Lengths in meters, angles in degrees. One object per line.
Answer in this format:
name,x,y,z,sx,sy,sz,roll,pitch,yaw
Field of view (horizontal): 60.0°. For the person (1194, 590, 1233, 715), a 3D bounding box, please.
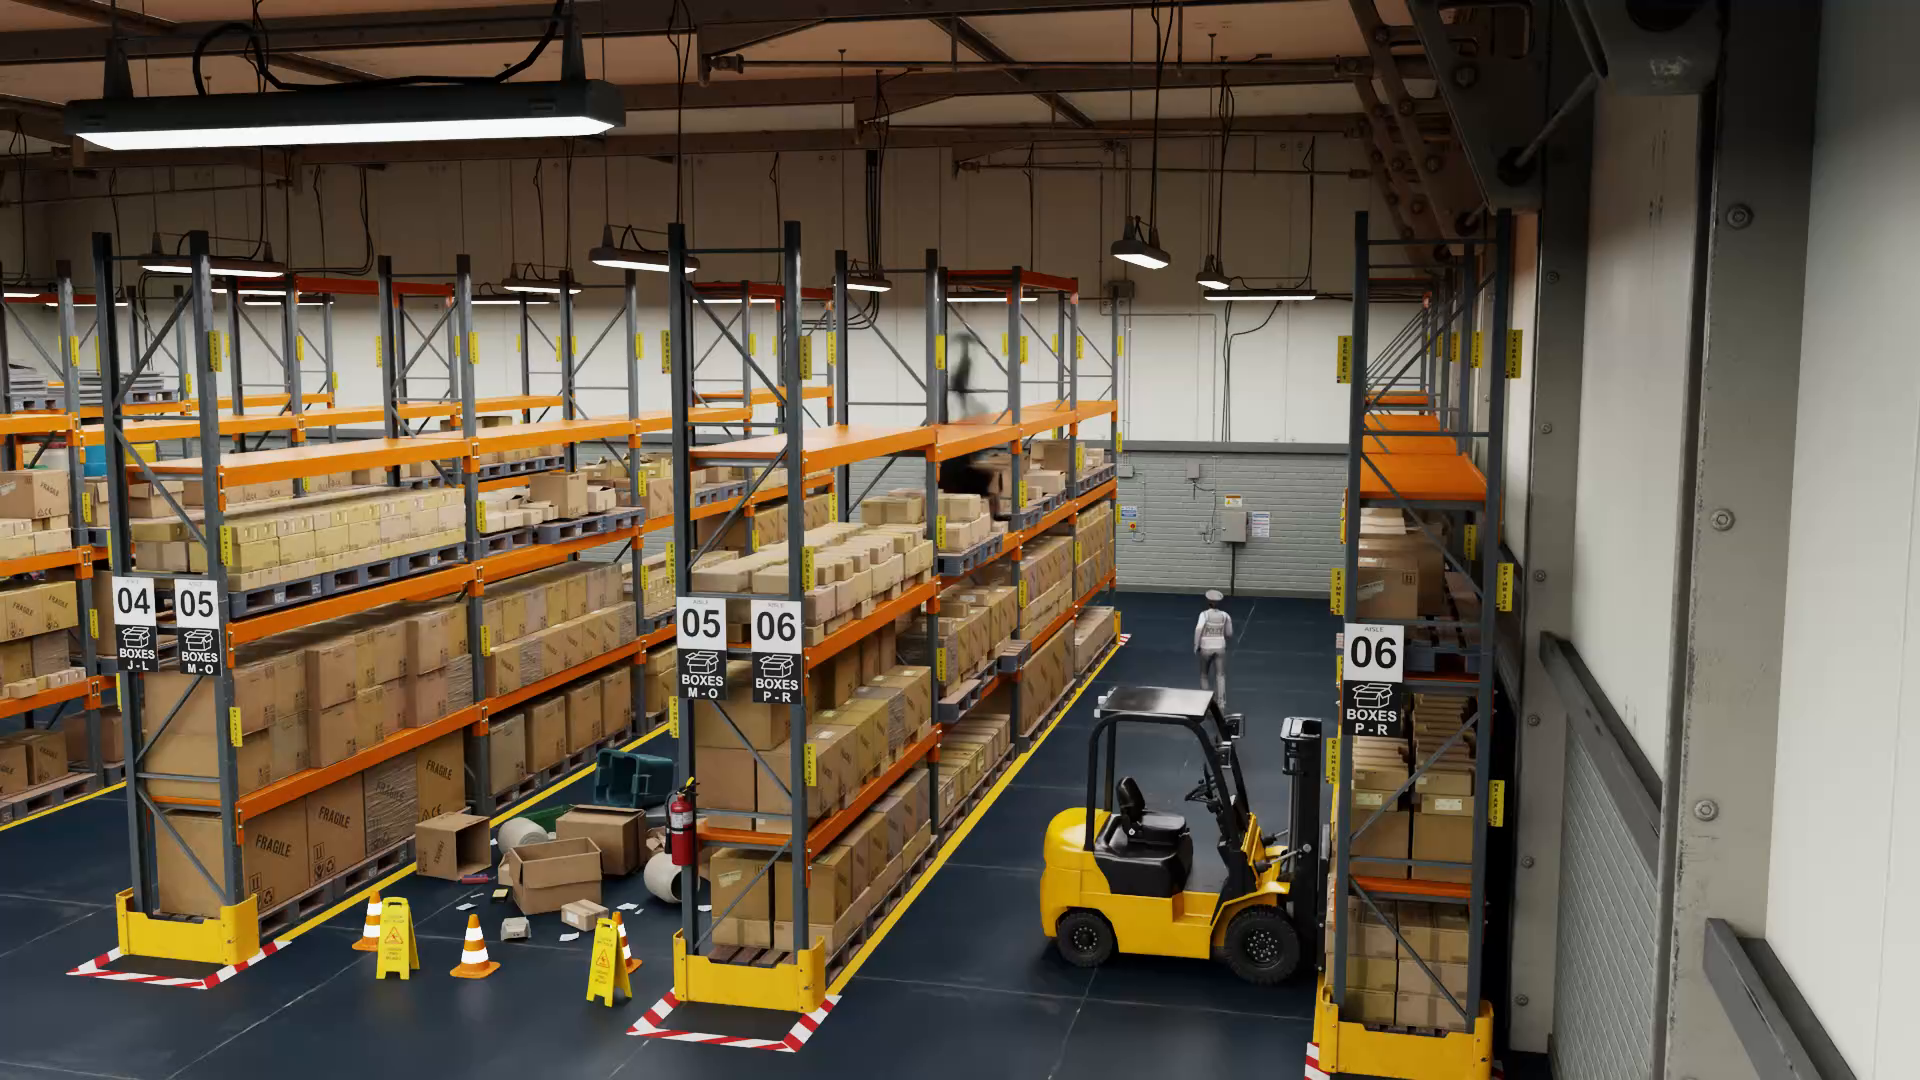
person,3.464,1.552,22.674,0.573,1.715,0.883,0,7,-3
